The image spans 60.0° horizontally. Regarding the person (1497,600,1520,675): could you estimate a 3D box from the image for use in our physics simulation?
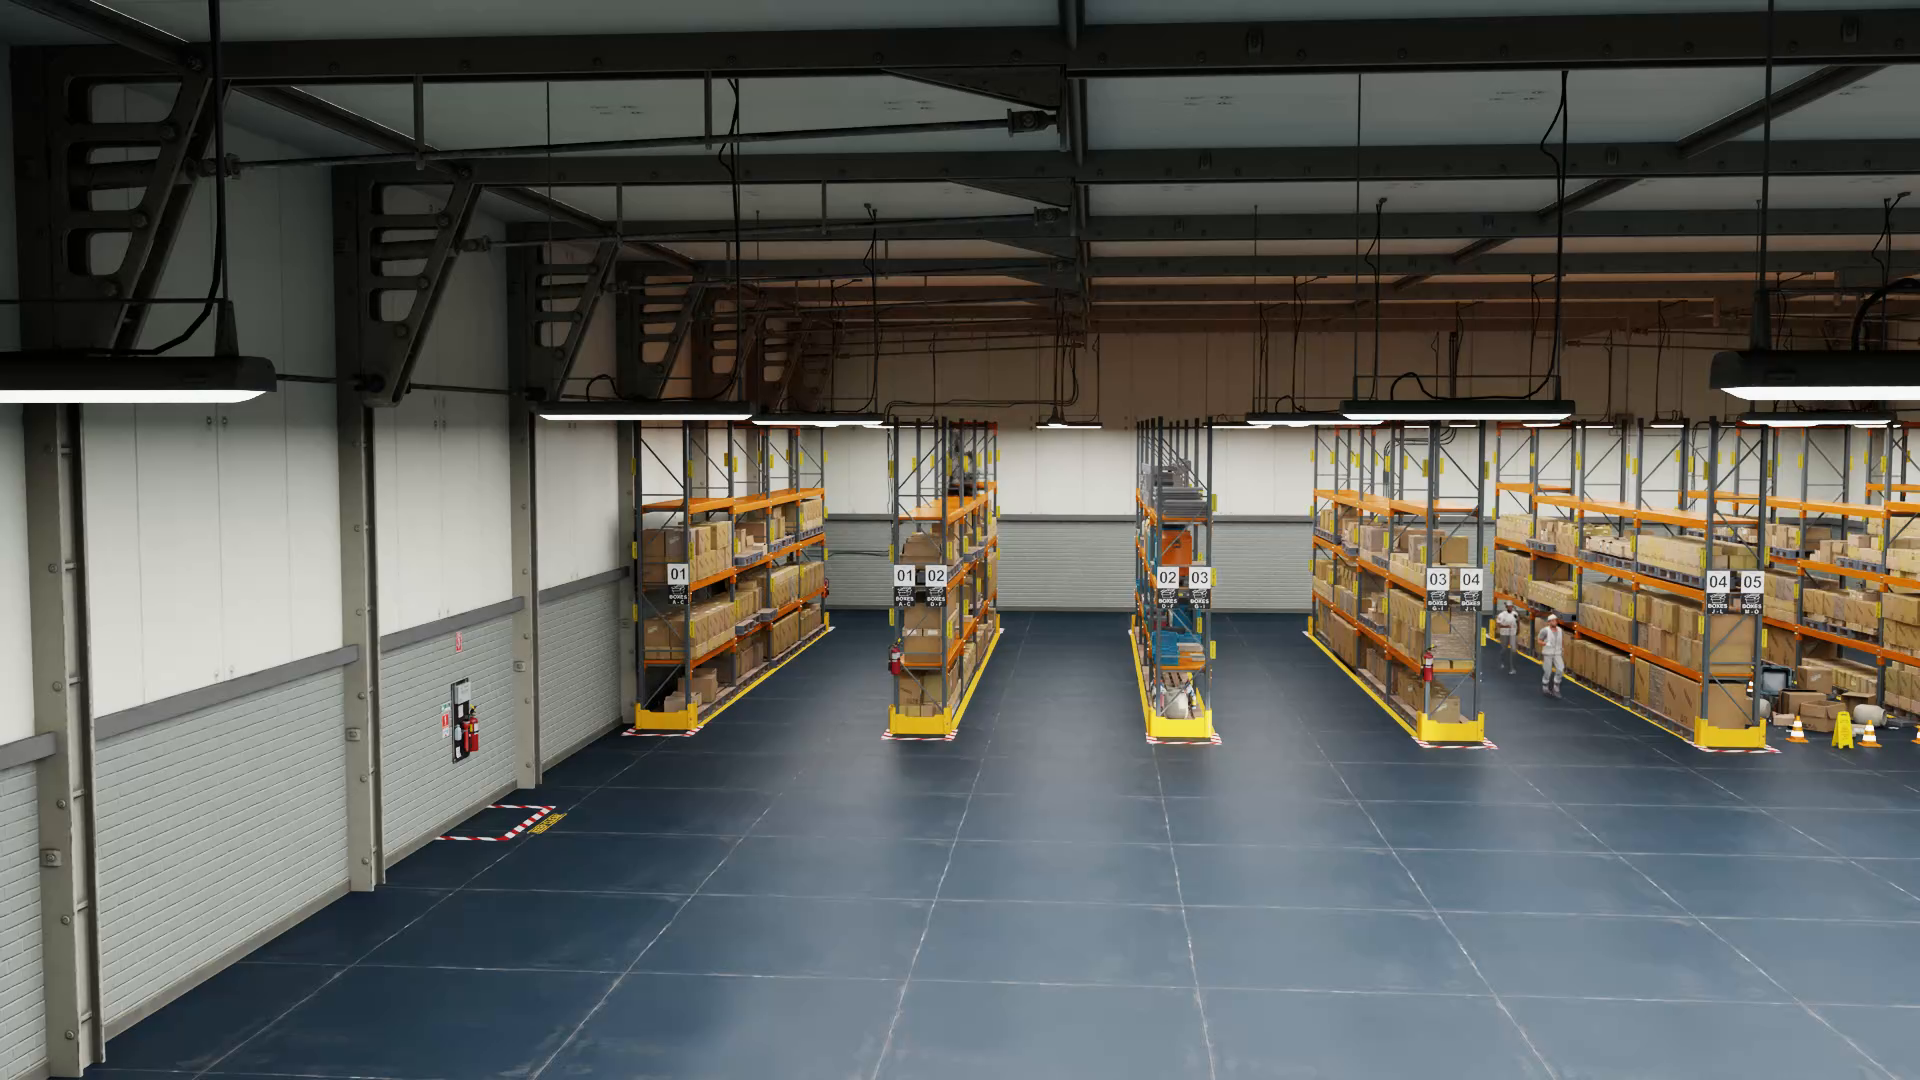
[{"bbox_3d":[13.023,2.297,39.503,0.584,1.761,0.793,0,4,6],"label":"person"}]

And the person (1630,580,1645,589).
[{"bbox_3d":[19.218,1.806,47.302,0.769,1.620,0.594,1,4,14],"label":"person"}]

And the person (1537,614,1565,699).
[{"bbox_3d":[12.725,2.508,35.759,0.635,1.825,0.749,0,4,0],"label":"person"}]
